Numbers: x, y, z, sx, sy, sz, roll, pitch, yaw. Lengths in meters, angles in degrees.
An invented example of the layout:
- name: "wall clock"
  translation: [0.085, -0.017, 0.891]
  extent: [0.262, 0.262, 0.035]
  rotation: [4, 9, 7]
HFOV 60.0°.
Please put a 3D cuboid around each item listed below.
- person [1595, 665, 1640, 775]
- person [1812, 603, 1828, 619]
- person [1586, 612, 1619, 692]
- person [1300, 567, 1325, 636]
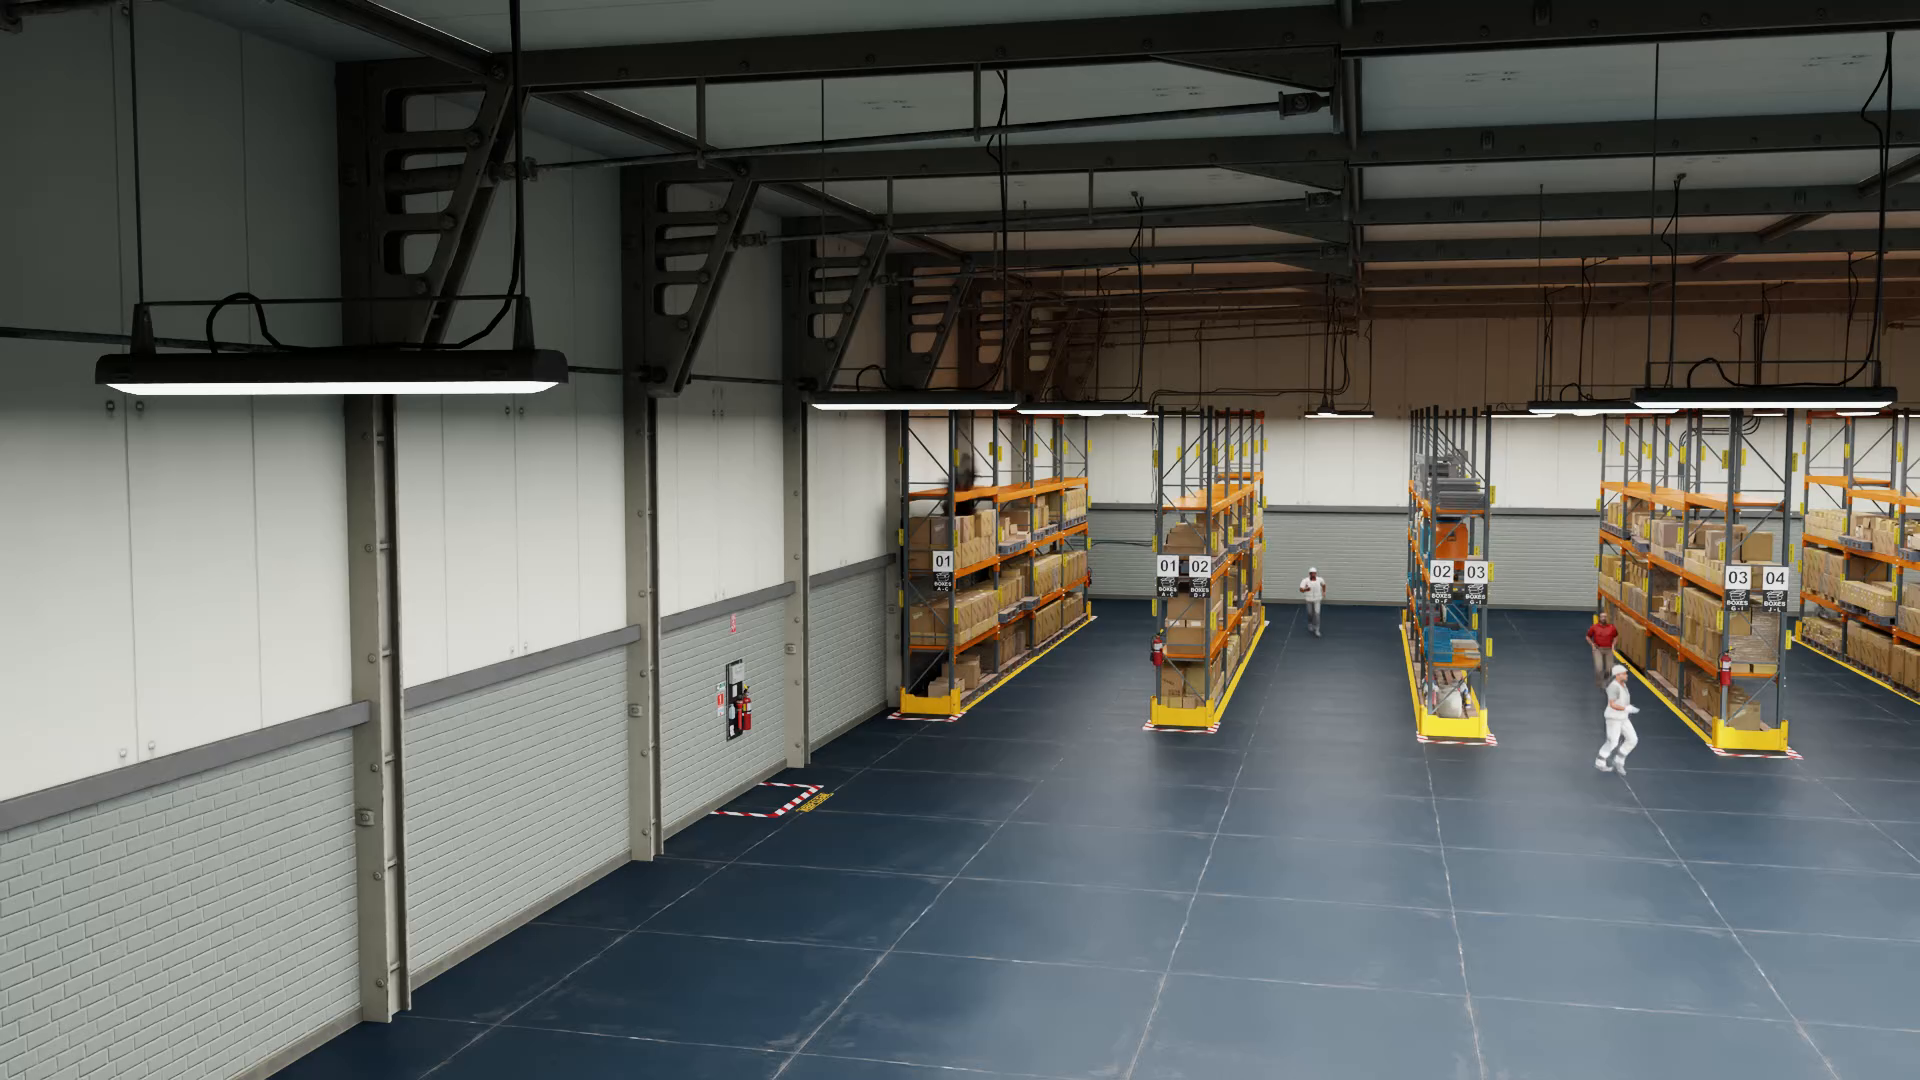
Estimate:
- name: "person"
  translation: [10.657, 2.919, 26.866]
  extent: [0.683, 1.822, 0.715]
  rotation: [-4, 6, -44]
- name: "person"
  translation: [22.890, 1.676, 44.249]
  extent: [0.885, 1.698, 0.615]
  rotation: [0, 4, 6]
- name: "person"
  translation: [13.564, 2.365, 35.099]
  extent: [0.660, 1.674, 0.604]
  rotation: [1, 4, 14]
- name: "person"
  translation: [9.426, 1.619, 44.483]
  extent: [0.683, 1.783, 0.931]
  rotation: [1, 4, 10]
